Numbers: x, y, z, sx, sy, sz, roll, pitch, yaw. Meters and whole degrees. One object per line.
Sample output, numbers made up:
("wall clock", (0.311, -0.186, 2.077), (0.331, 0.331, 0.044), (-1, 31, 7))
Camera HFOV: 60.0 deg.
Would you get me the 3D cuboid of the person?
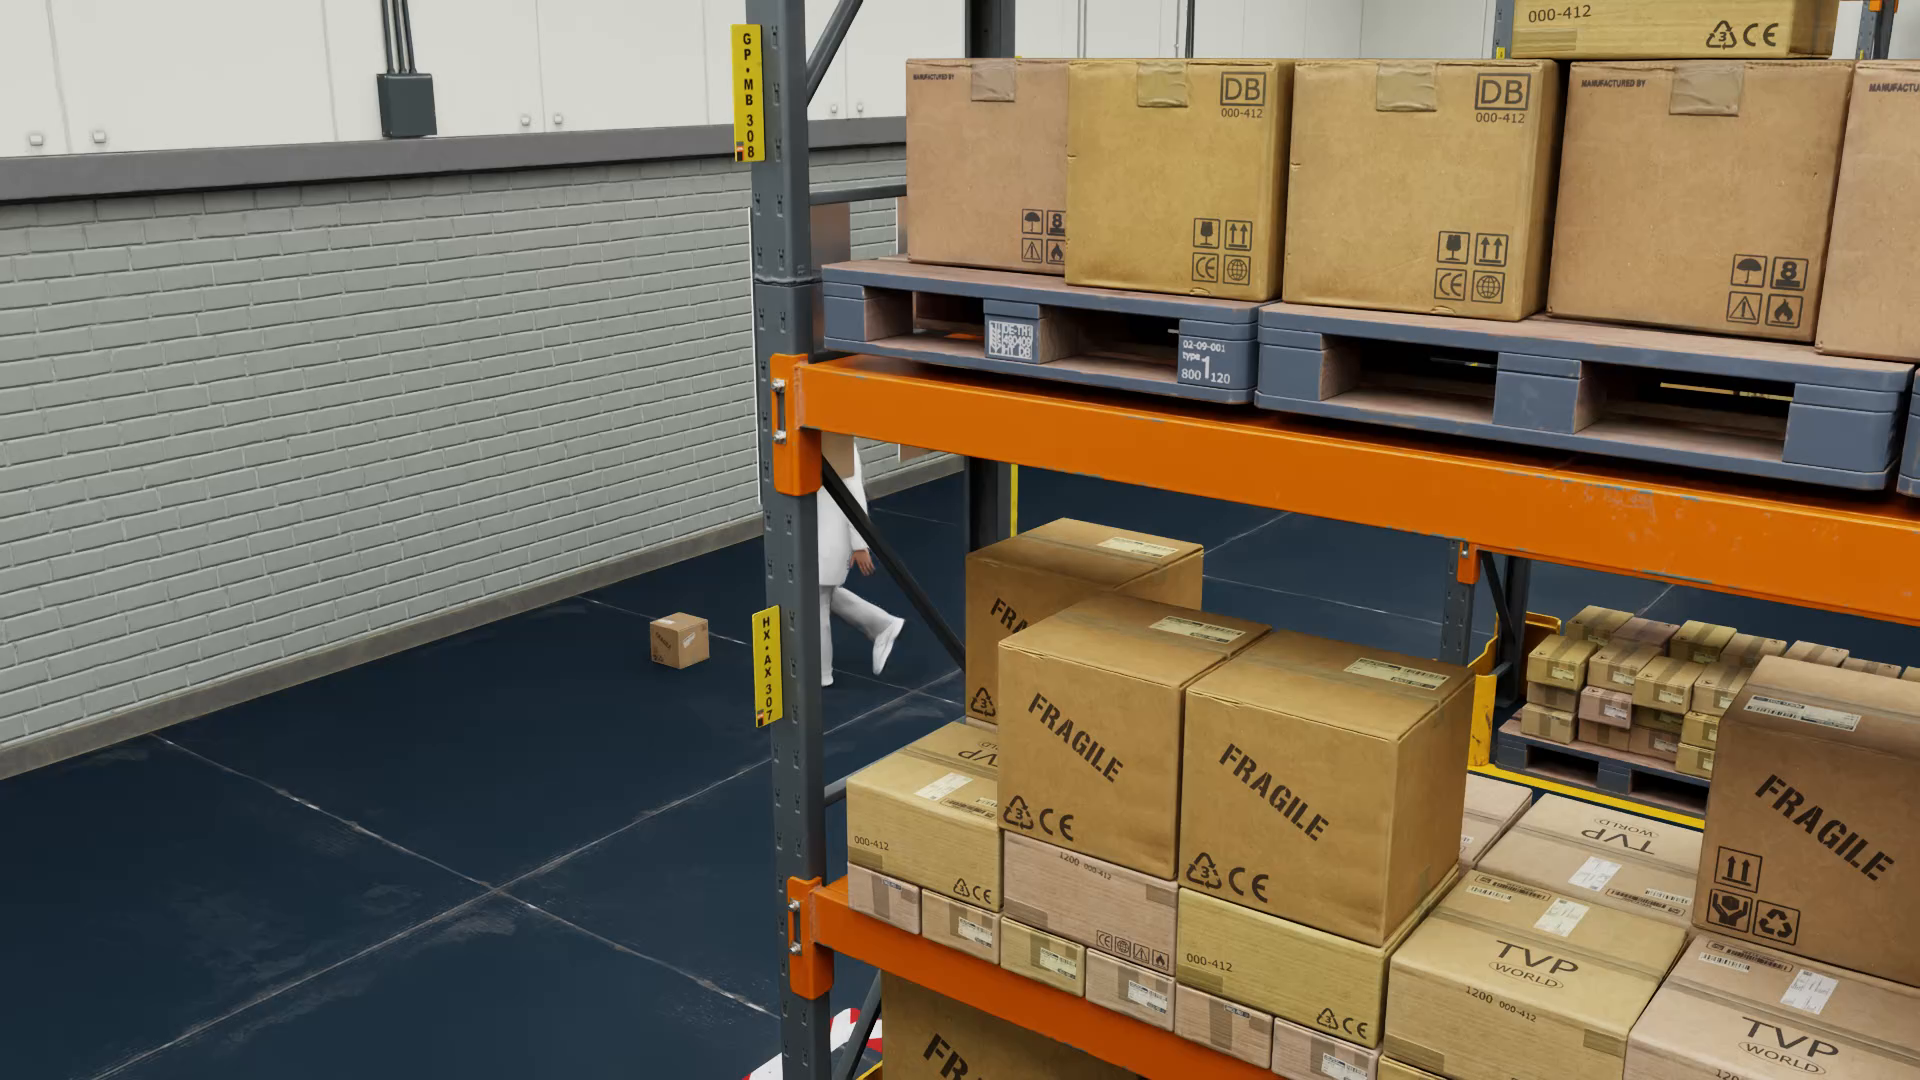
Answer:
("person", (-0.718, -0.012, 9.588), (0.817, 1.766, 0.576), (-3, 17, -10))
